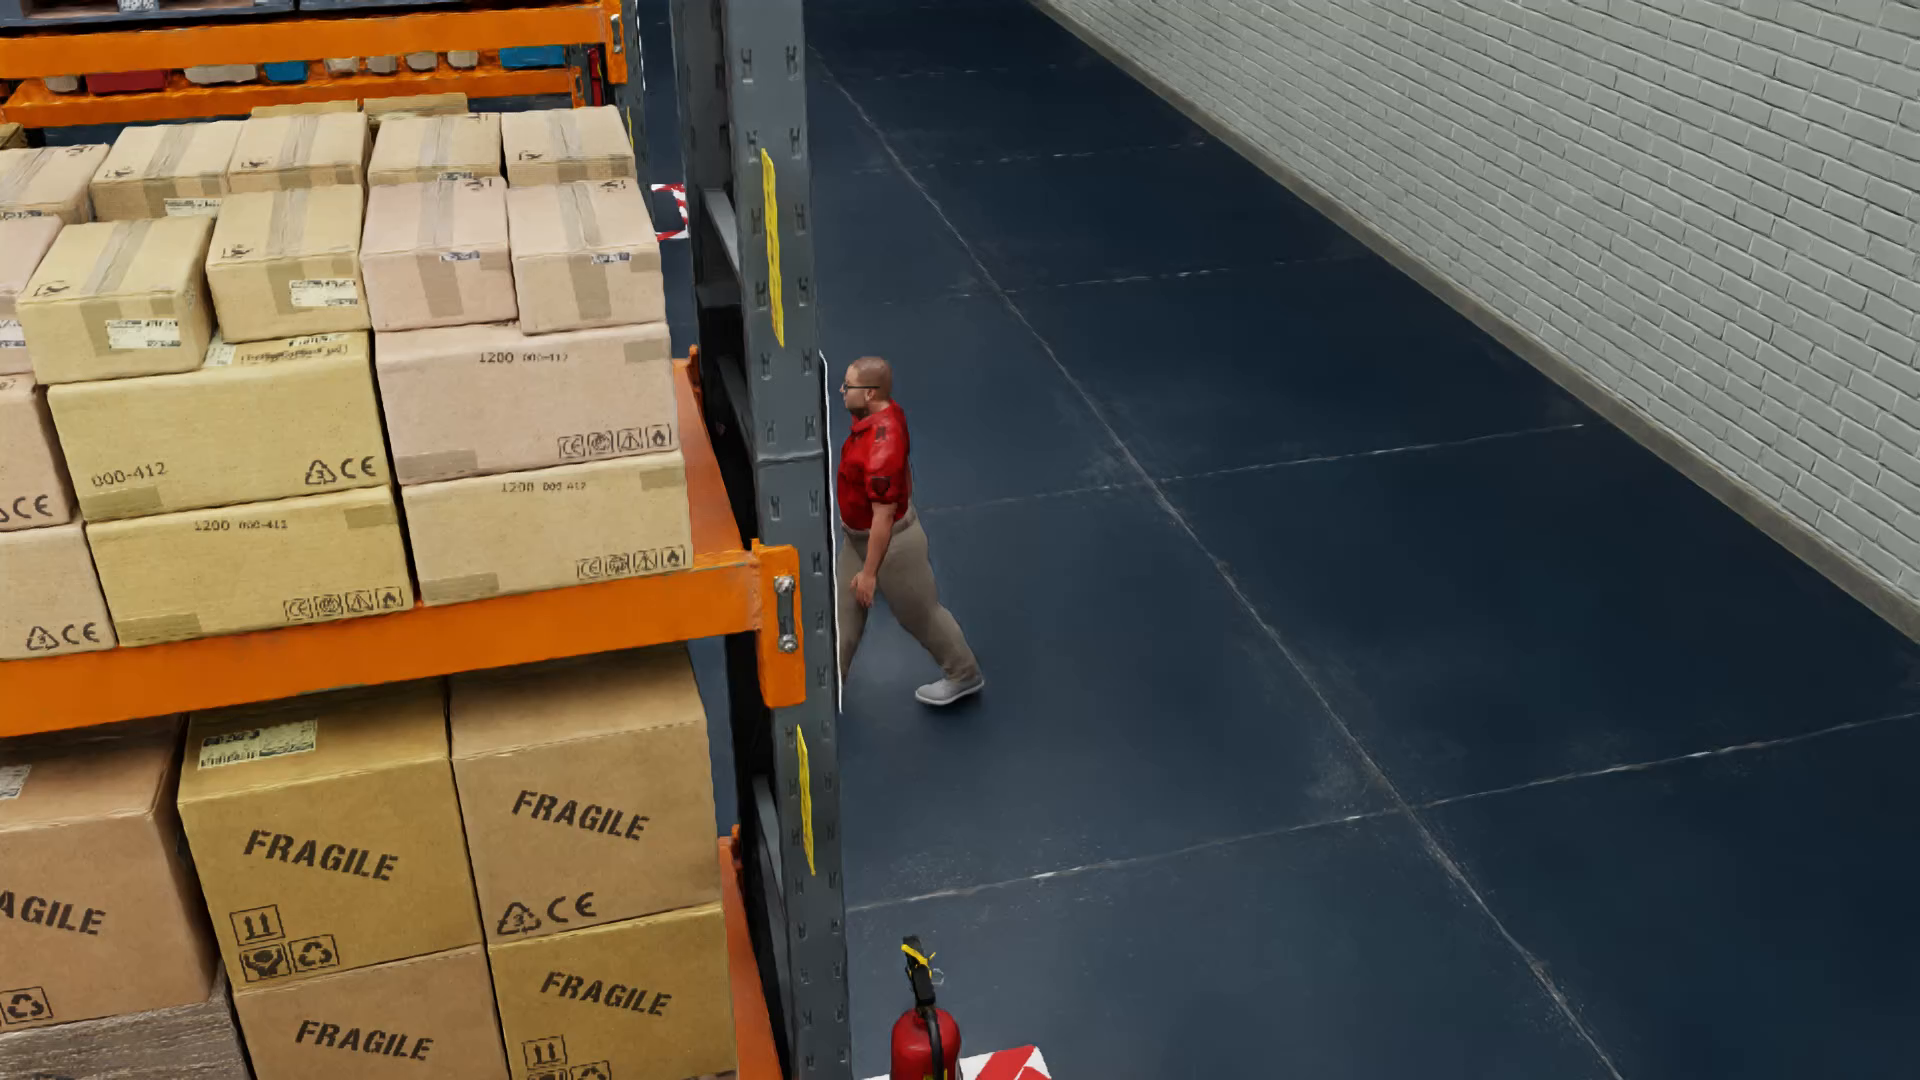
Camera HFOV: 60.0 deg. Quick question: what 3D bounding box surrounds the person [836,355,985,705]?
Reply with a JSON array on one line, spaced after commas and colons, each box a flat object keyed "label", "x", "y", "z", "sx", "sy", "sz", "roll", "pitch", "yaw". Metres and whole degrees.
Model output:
[{"label": "person", "x": -0.366, "y": 0.003, "z": 7.156, "sx": 0.963, "sy": 1.686, "sz": 0.605, "roll": -4, "pitch": 30, "yaw": -7}]
